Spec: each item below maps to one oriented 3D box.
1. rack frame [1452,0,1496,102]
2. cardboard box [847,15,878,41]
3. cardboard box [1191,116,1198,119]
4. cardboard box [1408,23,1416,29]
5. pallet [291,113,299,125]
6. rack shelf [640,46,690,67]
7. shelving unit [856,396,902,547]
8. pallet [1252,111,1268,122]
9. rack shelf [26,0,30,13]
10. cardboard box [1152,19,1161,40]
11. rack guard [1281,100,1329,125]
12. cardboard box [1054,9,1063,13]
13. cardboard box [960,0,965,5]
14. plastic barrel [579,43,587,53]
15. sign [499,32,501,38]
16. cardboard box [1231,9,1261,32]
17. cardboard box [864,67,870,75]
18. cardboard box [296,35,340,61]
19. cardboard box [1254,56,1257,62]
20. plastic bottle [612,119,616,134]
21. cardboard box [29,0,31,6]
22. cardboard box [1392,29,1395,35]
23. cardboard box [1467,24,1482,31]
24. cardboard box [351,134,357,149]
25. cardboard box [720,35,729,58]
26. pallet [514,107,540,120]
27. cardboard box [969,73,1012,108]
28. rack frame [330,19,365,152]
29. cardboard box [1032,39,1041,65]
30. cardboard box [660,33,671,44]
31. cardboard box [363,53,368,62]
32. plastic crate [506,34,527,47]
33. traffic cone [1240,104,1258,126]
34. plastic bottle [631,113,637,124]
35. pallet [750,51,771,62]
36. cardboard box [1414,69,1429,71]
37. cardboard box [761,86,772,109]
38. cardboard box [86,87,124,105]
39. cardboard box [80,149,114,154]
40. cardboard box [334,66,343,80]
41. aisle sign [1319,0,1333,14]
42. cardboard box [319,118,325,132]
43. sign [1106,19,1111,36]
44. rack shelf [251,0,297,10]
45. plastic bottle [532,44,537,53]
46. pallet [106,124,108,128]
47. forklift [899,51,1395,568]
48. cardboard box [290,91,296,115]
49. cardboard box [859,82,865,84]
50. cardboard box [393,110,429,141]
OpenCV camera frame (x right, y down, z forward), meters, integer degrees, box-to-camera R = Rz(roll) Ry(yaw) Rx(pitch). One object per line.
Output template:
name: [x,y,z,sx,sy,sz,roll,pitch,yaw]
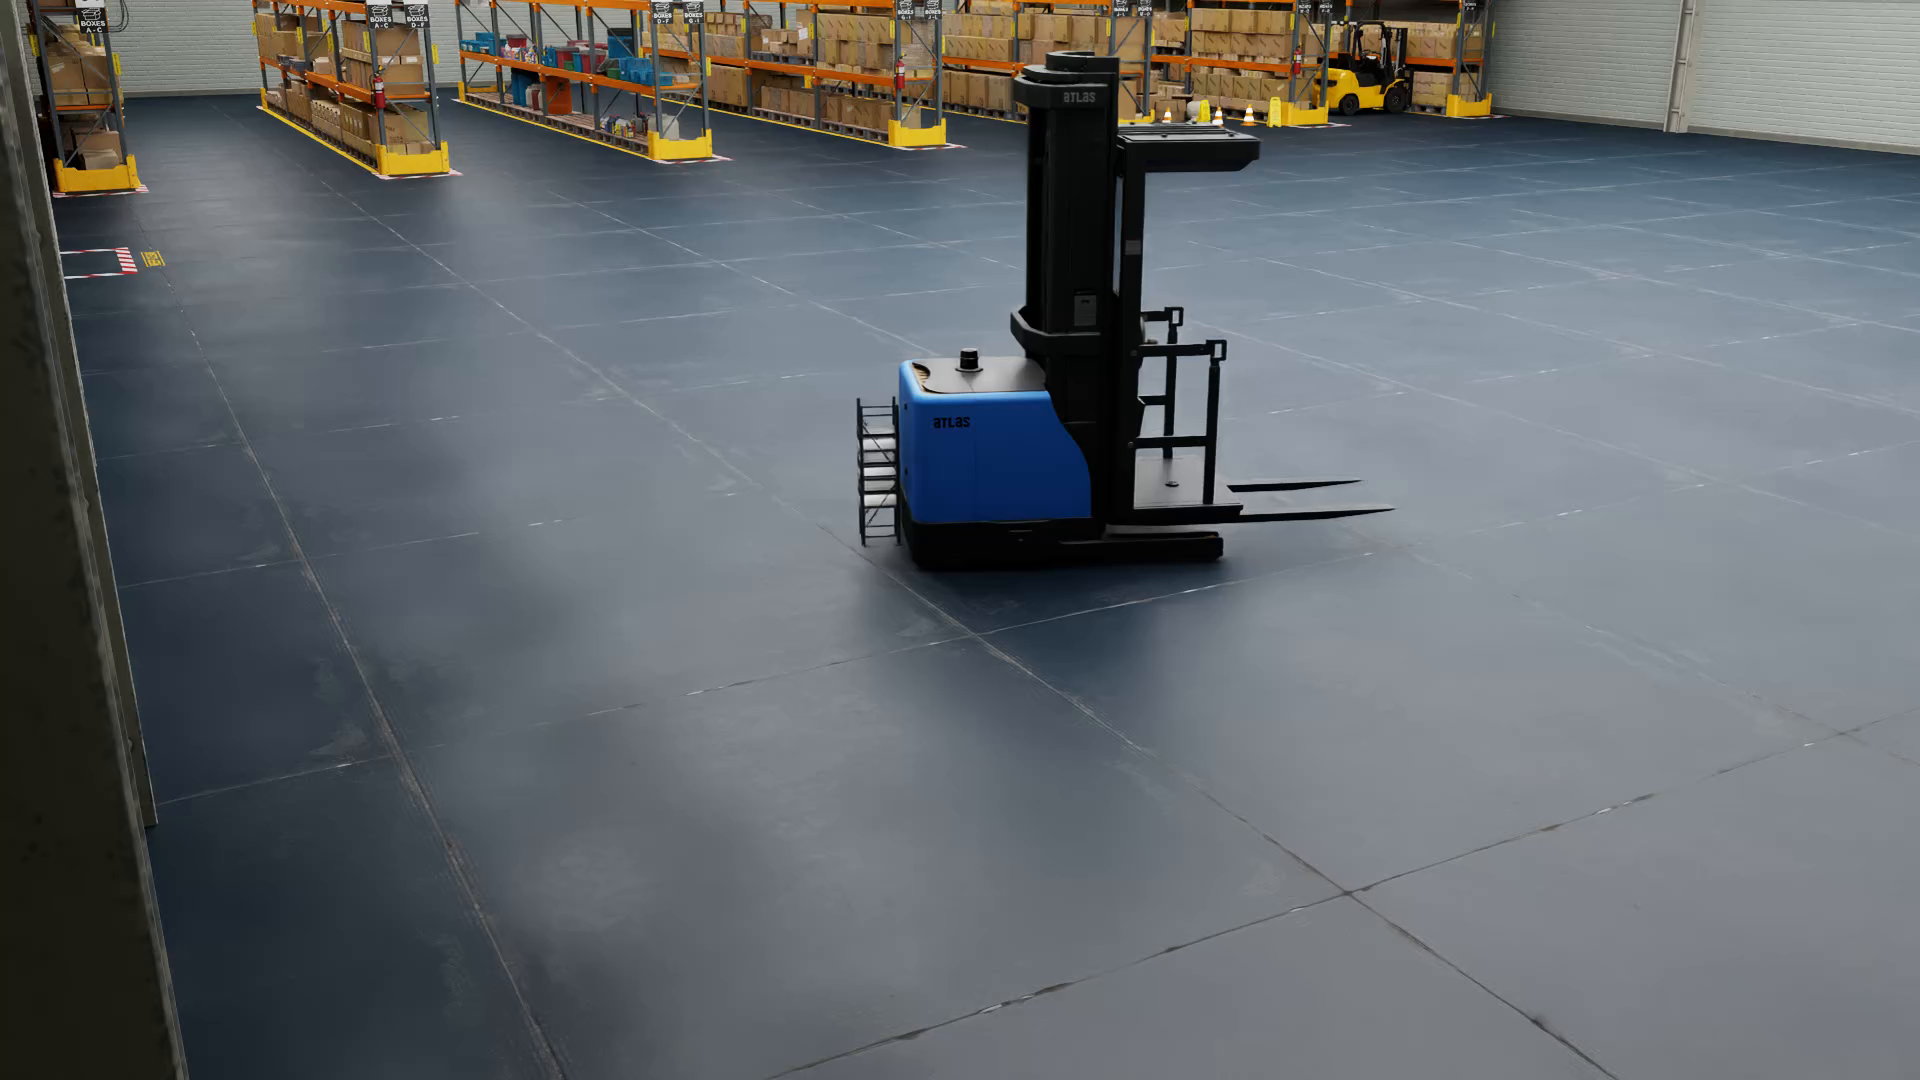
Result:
rack frame: [12.262,-11.687,39.716,1.000,3.000,0.127,-10,21,-27]
cardboard box: [-2.012,-10.594,34.405,0.500,0.500,0.500,-10,21,-27]
cardboard box: [5.496,-9.633,38.133,0.380,0.149,0.250,1,19,2]
cardboard box: [11.212,-12.603,40.766,0.380,0.149,0.250,-10,21,-26]
pallet: [-14.825,-9.748,38.371,1.003,0.211,1.213,-10,21,-27]
rack shelf: [-7.474,-13.061,44.801,1.077,0.370,4.000,-10,21,-27]
shelving unit: [-0.502,-0.421,10.283,0.258,0.900,0.210,-3,19,-7]
pallet: [7.505,-9.860,38.695,1.003,0.211,1.213,-10,21,-27]
rack shelf: [-18.652,-11.029,34.313,1.077,0.370,4.000,-10,21,-27]
cardboard box: [5.098,-12.840,41.804,0.500,0.500,0.500,-9,21,-25]
rack guard: [7.859,-9.757,37.956,1.175,0.500,0.348,-10,21,-27]
cardboard box: [2.906,-14.278,45.537,0.500,0.500,0.500,-10,22,-28]
cardboard box: [0.223,-16.192,50.091,0.380,0.149,0.250,-9,21,-26]
plastic barrel: [-8.107,-10.581,36.340,0.421,0.512,0.421,0,19,0]
sign: [-12.306,-13.375,44.358,0.100,0.325,0.005,-10,21,-27]
cardboard box: [6.780,-12.132,38.864,0.700,0.500,0.500,-10,21,-27]
cardboard box: [-1.751,-9.670,34.254,0.380,0.149,0.250,-10,21,-27]
cardboard box: [-13.743,-10.554,35.636,0.500,0.500,0.700,16,25,39]
cardboard box: [7.062,-11.170,38.601,0.380,0.149,0.250,-10,21,-26]
plastic bottle: [-6.935,-8.283,33.341,0.061,0.283,0.133,-9,21,-24]
cardboard box: [-14.578,-8.773,26.489,0.500,0.500,0.500,-10,21,-26]
cardboard box: [10.865,-12.685,41.461,0.380,0.149,0.250,-11,22,-28]
cardboard box: [12.291,-12.311,39.921,0.380,0.149,0.250,-10,22,-28]
cardboard box: [-11.026,-7.427,30.942,0.500,0.250,0.500,-10,21,-27]
cardboard box: [-5.558,-12.122,40.823,0.500,0.500,0.500,-11,22,-28]
pallet: [-9.970,-10.163,39.574,1.003,0.211,1.213,-10,21,-27]
cardboard box: [0.859,-10.847,40.085,1.050,0.750,0.750,-10,21,-27]
rack frame: [-11.445,-8.997,31.920,1.000,3.000,0.127,-10,21,-27]
cardboard box: [2.155,-11.082,37.733,0.875,0.550,0.550,-10,21,-27]
cardboard box: [-7.693,-13.423,44.522,0.500,0.250,0.500,-10,22,-28]
cardboard box: [-10.385,-8.579,29.561,0.380,0.149,0.250,-9,21,-25]
plastic crate: [-11.086,-12.414,41.631,0.402,0.464,0.583,-10,21,-27]
traffic cone: [6.556,-9.642,37.677,0.336,0.463,0.334,-10,21,-27]
plastic bottle: [-6.652,-8.556,34.030,0.144,0.351,0.185,-10,21,-27]
pallet: [-4.193,-11.400,39.178,1.213,0.211,1.003,-10,21,-27]
cardboard box: [11.495,-11.662,41.682,0.500,0.250,0.500,-10,22,-28]
cardboard box: [-4.289,-10.516,39.479,0.700,0.500,0.500,-11,22,-30]
cardboard box: [-13.856,-7.208,26.936,0.500,0.250,0.500,-11,22,-28]
cardboard box: [-14.424,-6.394,27.823,0.500,0.311,0.500,-8,21,-22]
cardboard box: [-12.024,-9.158,32.591,0.396,0.266,0.258,-11,22,-28]
aisle sign: [8.198,-12.176,37.148,0.394,0.787,0.004,-10,21,-27]
cardboard box: [-12.863,-8.556,34.213,0.500,0.250,0.500,-11,22,-28]
sign: [3.103,-10.701,34.719,0.100,0.325,0.005,-10,21,-27]
rack shelf: [-16.194,-12.946,39.868,1.077,0.370,4.000,-10,21,-27]
plastic bottle: [-10.198,-11.748,39.968,0.144,0.351,0.185,-10,21,-27]
pallet: [-18.586,-8.647,35.179,1.003,0.211,1.213,-10,21,-27]
forklift: [1.162,-1.414,10.050,3.031,2.935,1.130,-2,19,-7]
cardboard box: [-14.966,-9.992,37.961,0.500,0.500,0.500,-10,21,-26]
cardboard box: [-2.541,-12.599,45.629,0.380,0.149,0.250,-10,21,-26]
cardboard box: [-9.844,-7.434,29.811,0.500,0.500,0.500,-10,21,-27]
